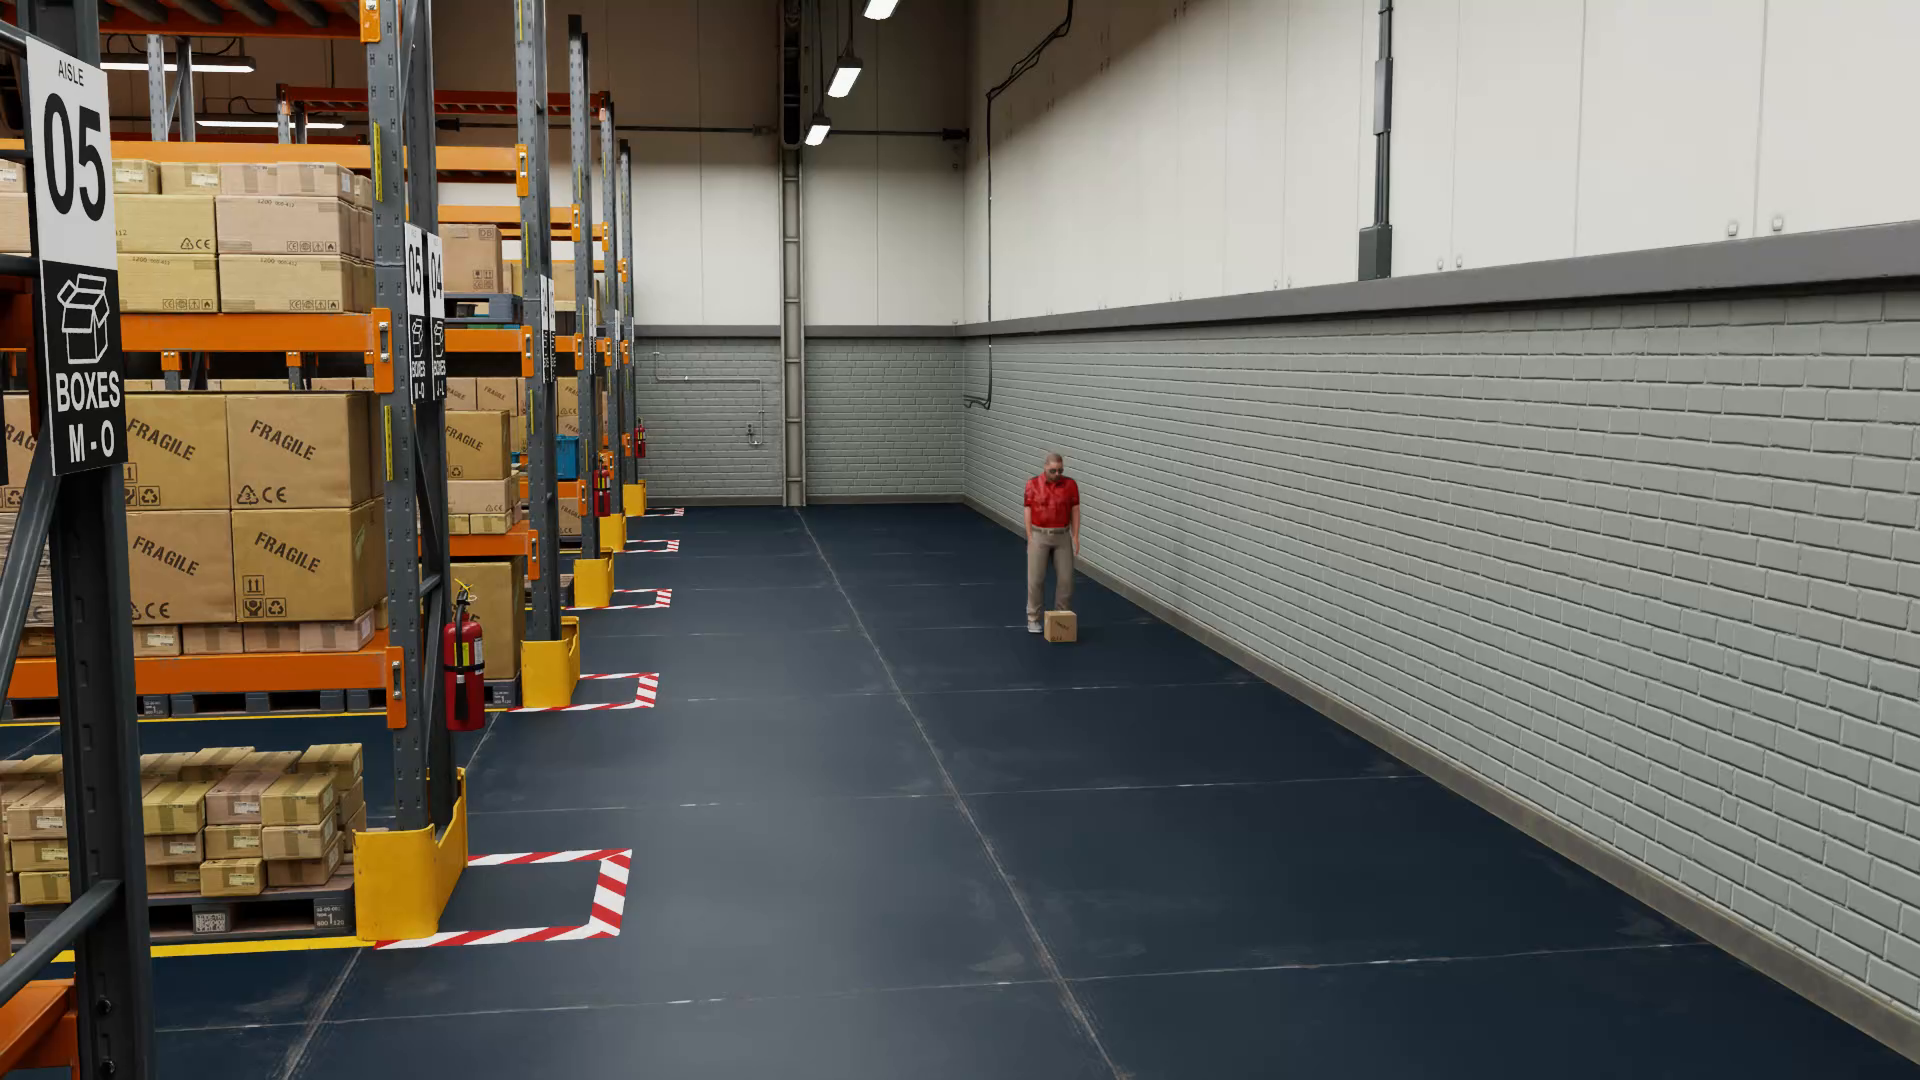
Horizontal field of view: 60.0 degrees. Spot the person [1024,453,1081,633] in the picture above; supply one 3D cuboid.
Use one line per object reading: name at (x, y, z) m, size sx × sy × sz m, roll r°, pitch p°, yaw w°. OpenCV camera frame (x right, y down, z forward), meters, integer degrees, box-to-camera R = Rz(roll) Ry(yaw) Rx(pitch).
person at (0.876, 0.023, 15.744) m, size 0.544 × 1.704 × 0.376 m, roll -1°, pitch 6°, yaw -7°
